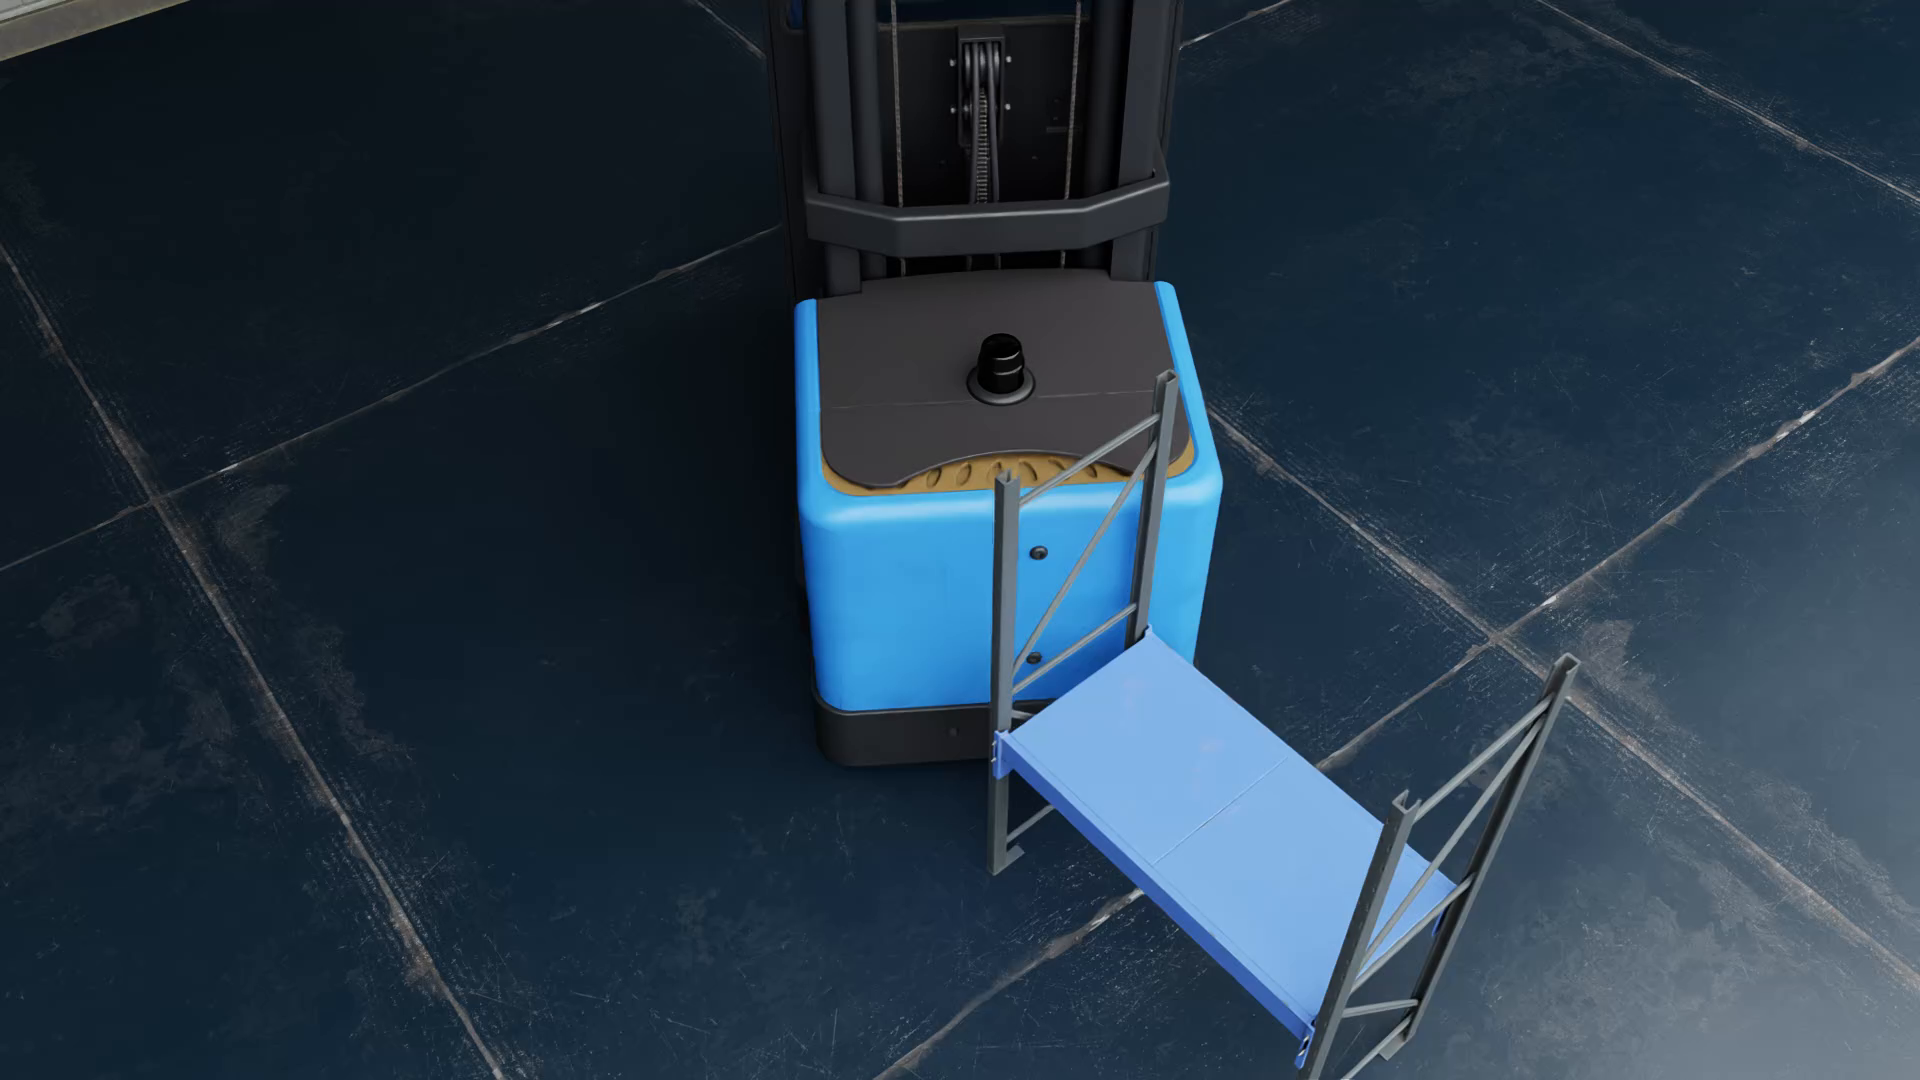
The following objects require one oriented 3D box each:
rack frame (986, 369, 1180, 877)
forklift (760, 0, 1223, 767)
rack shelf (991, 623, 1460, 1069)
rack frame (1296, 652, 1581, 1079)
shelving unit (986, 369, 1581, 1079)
[{"bbox_3d":[0.270,0.265,3.997,0.500,1.500,0.032,-32,55,-26],"label":"rack frame"},{"bbox_3d":[0.013,-1.454,4.590,1.130,2.935,3.031,-3,48,-3],"label":"forklift"},{"bbox_3d":[0.600,0.672,3.871,0.538,0.185,1.000,-32,55,-26],"label":"rack shelf"},{"bbox_3d":[0.931,0.837,3.479,0.500,1.500,0.032,-32,55,-26],"label":"rack frame"},{"bbox_3d":[0.600,0.551,3.738,0.538,1.500,1.048,-32,55,-26],"label":"shelving unit"}]
